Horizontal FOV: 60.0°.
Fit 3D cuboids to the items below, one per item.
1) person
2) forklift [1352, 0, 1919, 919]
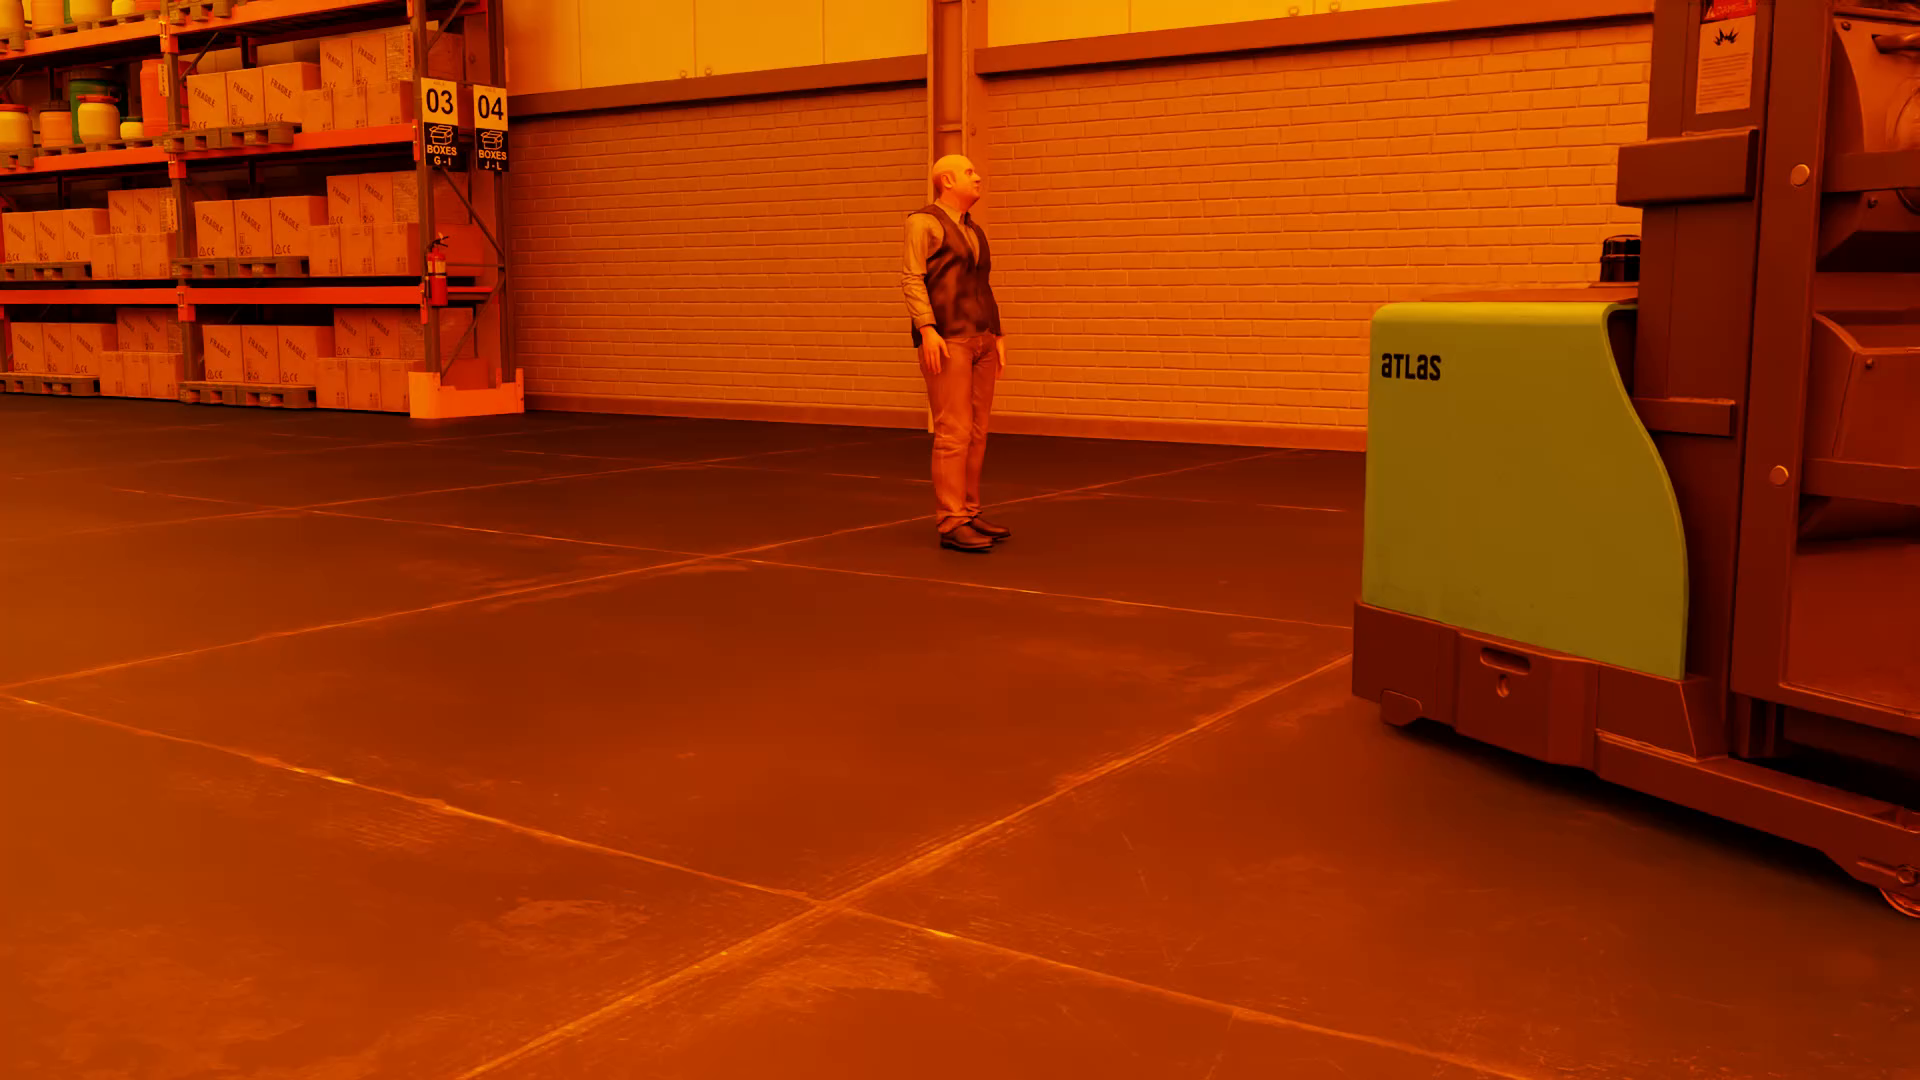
[{"bbox_3d":[0.047,-0.854,7.441,0.568,1.720,0.632,5,10,34],"label":"person"},{"bbox_3d":[2.118,-0.831,3.036,1.130,2.935,3.031,-4,9,-26],"label":"forklift"}]
